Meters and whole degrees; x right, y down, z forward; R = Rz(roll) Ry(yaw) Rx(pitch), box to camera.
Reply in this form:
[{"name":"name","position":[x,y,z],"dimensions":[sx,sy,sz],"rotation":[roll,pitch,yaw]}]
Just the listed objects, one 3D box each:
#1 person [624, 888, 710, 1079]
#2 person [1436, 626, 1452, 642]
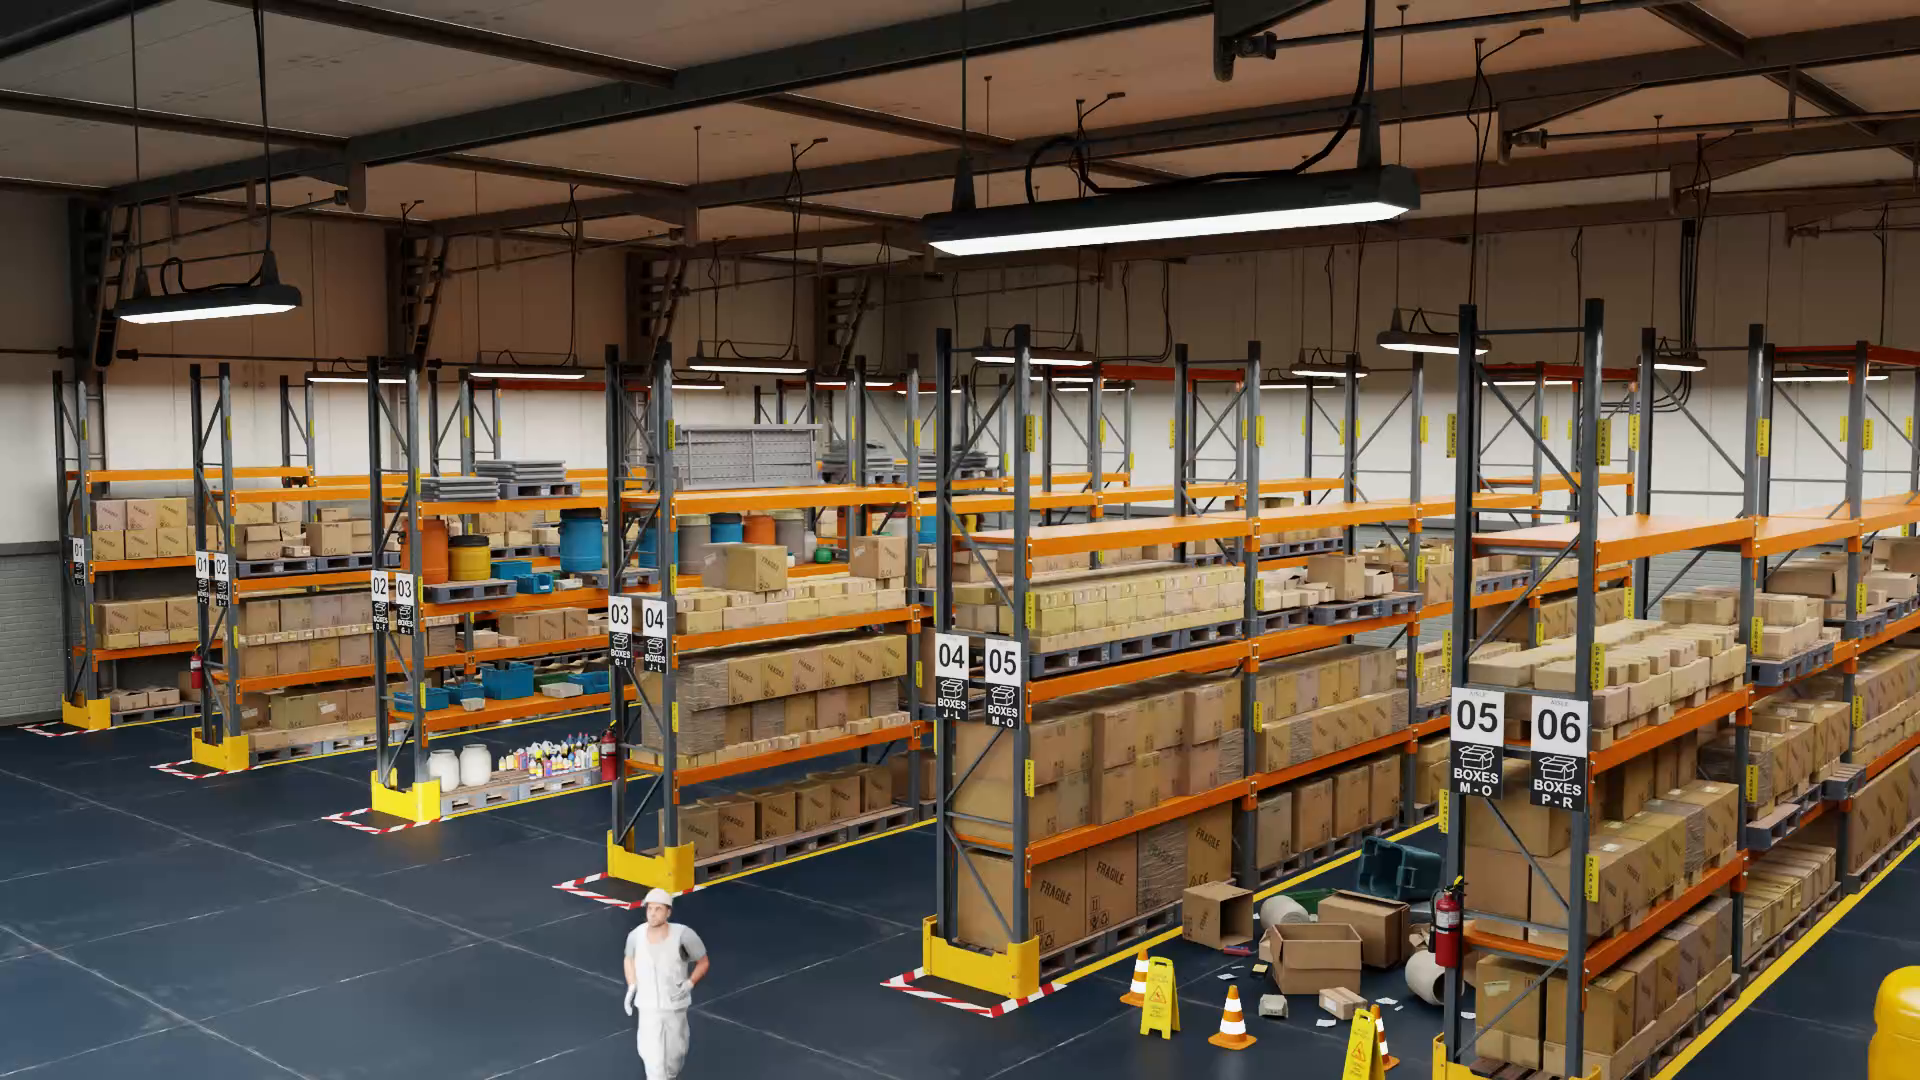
[{"name":"person","position":[-2.153,3.411,12.141],"dimensions":[0.646,1.779,0.806],"rotation":[0,4,1]},{"name":"person","position":[7.979,2.310,27.279],"dimensions":[0.691,1.814,0.771],"rotation":[4,5,41]}]
